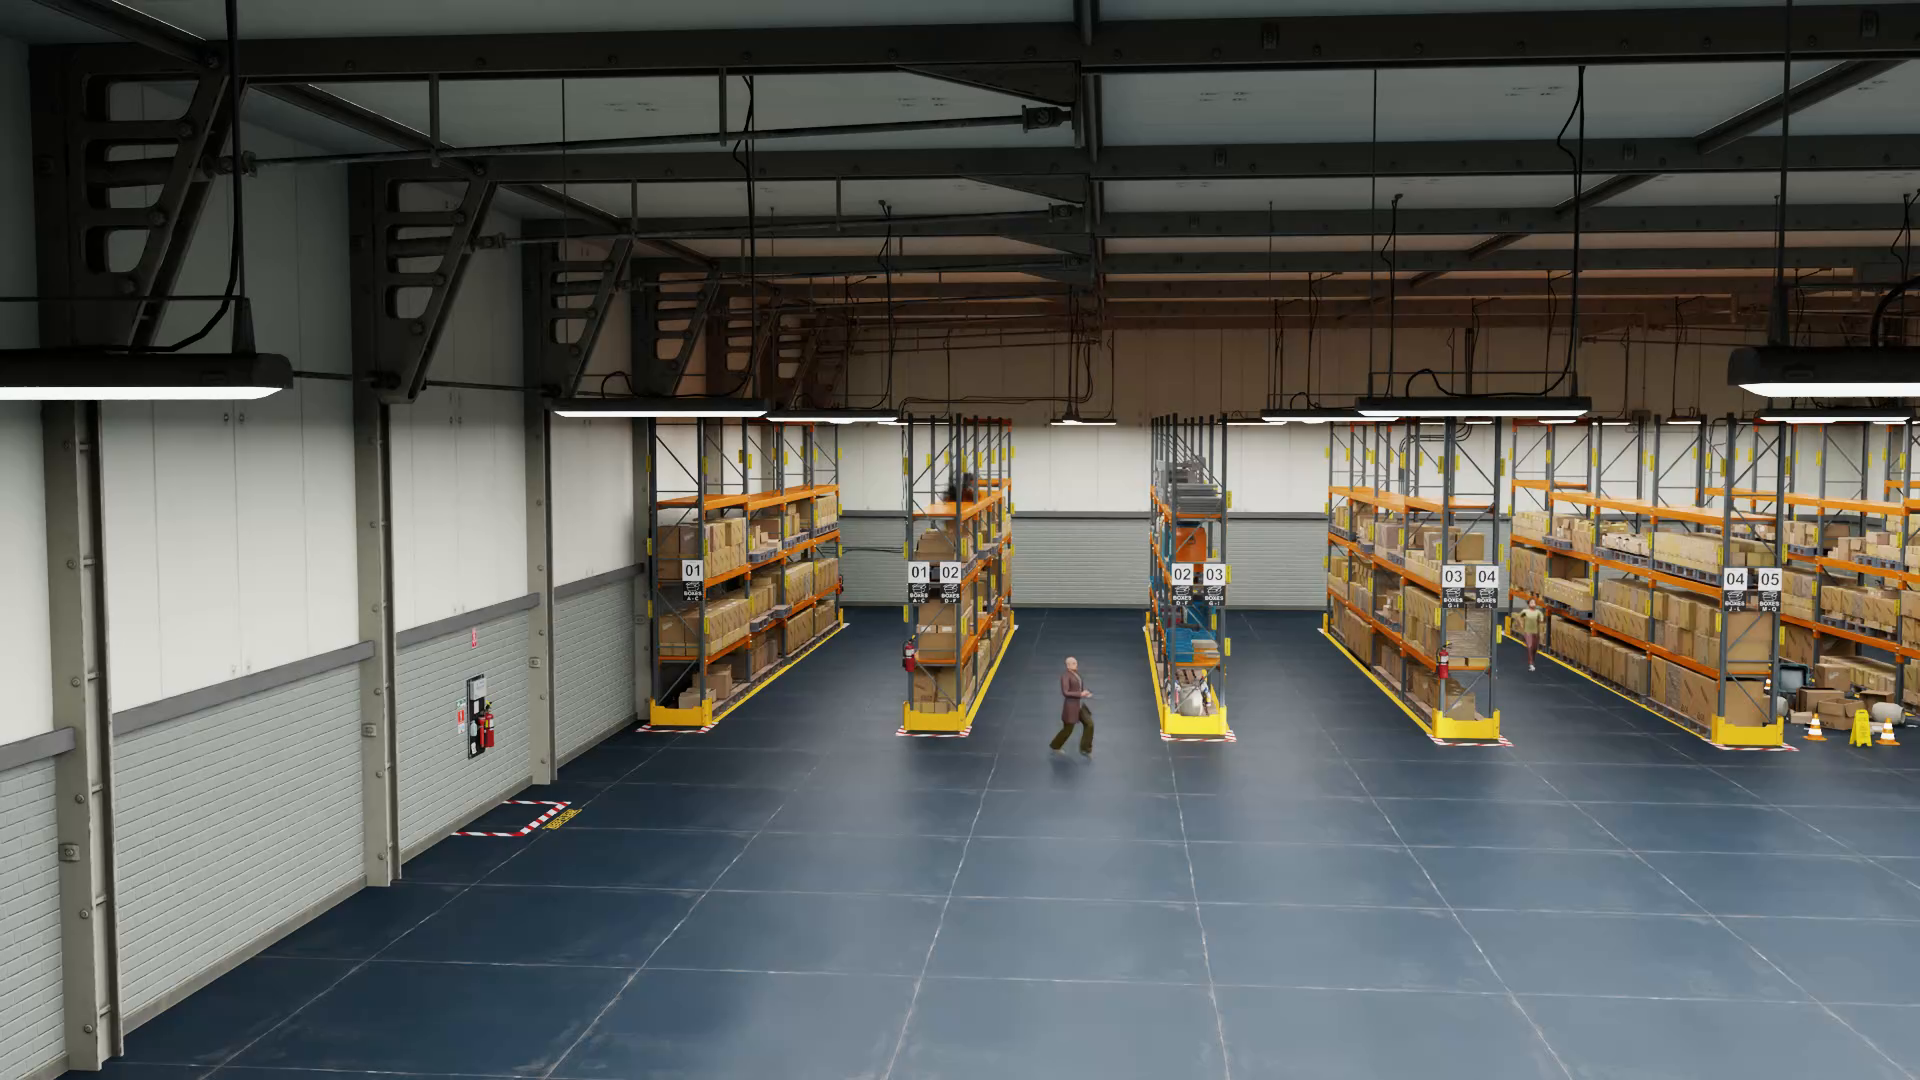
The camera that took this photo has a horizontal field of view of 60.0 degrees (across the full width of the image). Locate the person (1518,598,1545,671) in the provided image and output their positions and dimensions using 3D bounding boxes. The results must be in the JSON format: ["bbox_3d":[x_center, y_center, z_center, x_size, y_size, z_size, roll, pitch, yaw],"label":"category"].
[{"bbox_3d":[13.557,2.209,39.421,0.570,1.665,0.960,0,4,5],"label":"person"}]

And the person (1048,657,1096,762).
[{"bbox_3d":[1.942,2.926,28.723,0.865,1.826,0.719,3,5,34],"label":"person"}]
